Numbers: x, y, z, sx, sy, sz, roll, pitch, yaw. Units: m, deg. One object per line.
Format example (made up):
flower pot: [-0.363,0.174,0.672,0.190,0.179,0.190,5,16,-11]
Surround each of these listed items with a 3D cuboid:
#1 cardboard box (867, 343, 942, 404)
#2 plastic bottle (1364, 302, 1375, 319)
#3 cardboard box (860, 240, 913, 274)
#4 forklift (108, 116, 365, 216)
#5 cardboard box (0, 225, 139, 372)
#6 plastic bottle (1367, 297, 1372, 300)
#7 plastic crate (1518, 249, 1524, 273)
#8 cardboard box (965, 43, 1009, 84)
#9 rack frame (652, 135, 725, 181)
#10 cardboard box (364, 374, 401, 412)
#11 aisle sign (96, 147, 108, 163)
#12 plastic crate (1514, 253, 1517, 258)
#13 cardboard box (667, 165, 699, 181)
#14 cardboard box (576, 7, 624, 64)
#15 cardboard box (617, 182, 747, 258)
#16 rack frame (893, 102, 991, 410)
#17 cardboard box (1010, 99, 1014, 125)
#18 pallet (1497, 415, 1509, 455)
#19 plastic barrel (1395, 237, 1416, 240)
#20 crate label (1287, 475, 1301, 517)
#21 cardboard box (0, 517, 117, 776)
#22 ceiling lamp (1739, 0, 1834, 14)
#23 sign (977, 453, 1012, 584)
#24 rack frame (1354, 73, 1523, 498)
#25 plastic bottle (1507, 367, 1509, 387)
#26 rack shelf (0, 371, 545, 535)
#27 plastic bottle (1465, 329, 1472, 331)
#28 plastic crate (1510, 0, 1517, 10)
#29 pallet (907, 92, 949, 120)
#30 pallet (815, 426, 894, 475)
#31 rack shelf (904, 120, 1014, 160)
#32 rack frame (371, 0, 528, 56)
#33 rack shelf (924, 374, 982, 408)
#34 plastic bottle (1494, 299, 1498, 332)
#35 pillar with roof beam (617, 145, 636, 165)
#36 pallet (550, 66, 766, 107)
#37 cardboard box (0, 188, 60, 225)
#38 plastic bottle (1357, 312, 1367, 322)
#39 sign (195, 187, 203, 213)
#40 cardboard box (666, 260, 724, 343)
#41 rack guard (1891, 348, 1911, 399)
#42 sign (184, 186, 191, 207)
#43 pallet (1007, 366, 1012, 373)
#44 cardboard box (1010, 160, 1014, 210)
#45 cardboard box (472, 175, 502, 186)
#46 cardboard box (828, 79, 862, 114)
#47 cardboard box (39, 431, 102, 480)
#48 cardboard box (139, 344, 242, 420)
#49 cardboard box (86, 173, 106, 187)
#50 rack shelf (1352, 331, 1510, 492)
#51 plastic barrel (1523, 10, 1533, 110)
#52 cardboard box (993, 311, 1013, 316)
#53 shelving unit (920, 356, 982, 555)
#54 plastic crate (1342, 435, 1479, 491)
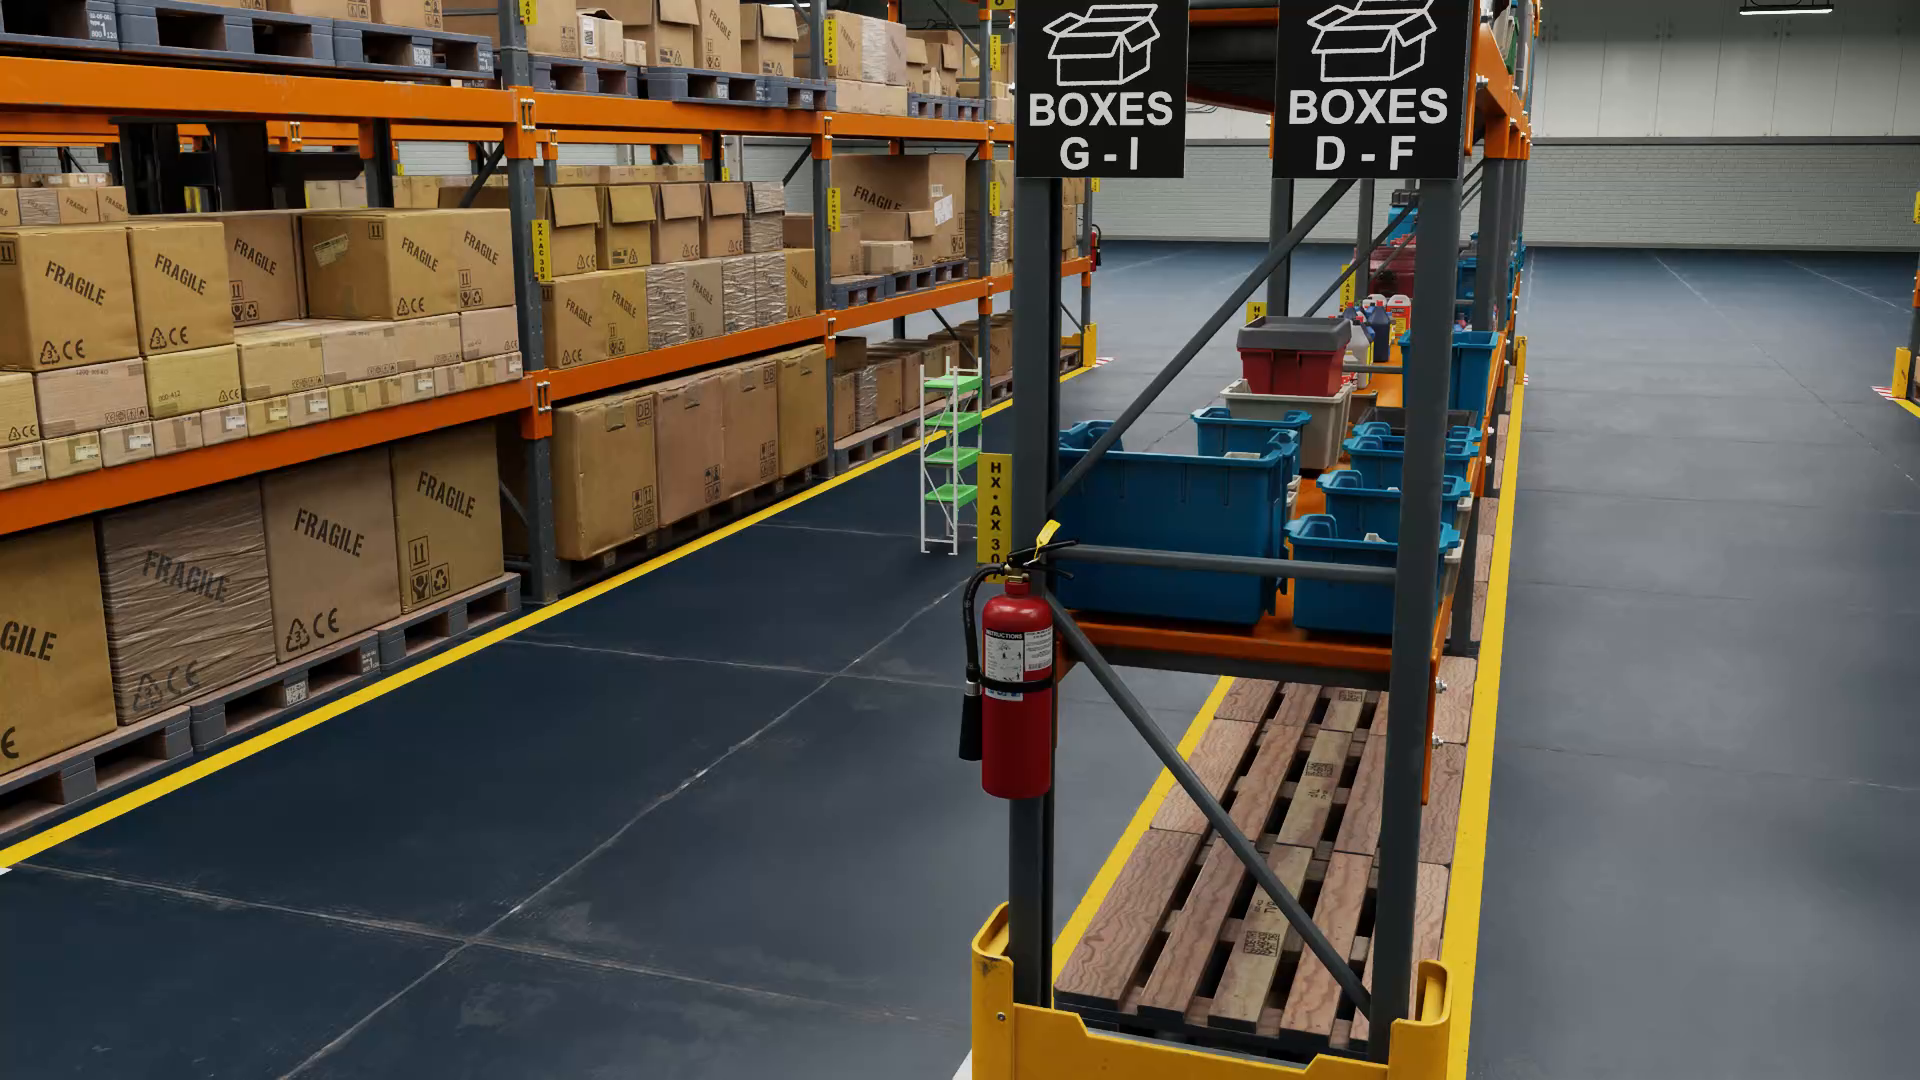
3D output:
cardboard box: [-0.579,-1.588,15.835,0.700,0.500,0.500,4,14,18]
plastic bottle: [2.604,-1.366,10.520,0.097,0.271,0.097,0,13,0]
cardboard box: [-0.722,-2.445,14.353,0.500,0.250,0.500,4,13,17]
forklift: [-4.630,-1.538,11.141,1.130,2.935,3.031,4,14,18]
cardboard box: [-3.497,-0.917,6.248,0.500,0.500,0.500,4,13,17]
plastic bottle: [2.696,-1.467,10.966,0.097,0.271,0.097,0,13,0]
plastic crate: [5.699,-2.969,17.590,0.499,0.251,0.408,4,14,18]
cardboard box: [0.371,-5.268,18.571,0.500,0.500,0.500,4,14,18]
rack frame: [-3.554,-4.040,21.947,1.000,3.000,0.127,4,14,18]
cardboard box: [-2.897,-0.708,7.913,0.380,0.149,0.250,5,14,19]
aisle sign: [-12.669,-5.992,24.656,0.394,0.787,0.004,4,14,18]
plastic crate: [4.437,-2.200,13.923,0.392,0.384,0.575,4,14,18]
cardboard box: [-3.801,-4.442,20.944,0.875,0.550,0.550,4,14,18]
cardboard box: [-2.336,-2.983,9.832,0.500,0.311,0.500,4,13,16]
cardboard box: [-1.947,-2.225,11.517,0.797,0.503,0.637,5,14,20]
rack frame: [-0.187,-2.819,16.599,1.000,3.000,0.127,4,14,18]
cardboard box: [0.367,-4.397,17.106,0.500,0.250,0.500,4,14,18]
pallet: [4.282,-0.935,14.610,1.003,0.211,1.213,4,14,18]
plastic barrel: [3.745,-2.189,13.532,0.433,0.535,0.433,0,13,0]
crate label: [0.884,-0.142,5.327,0.396,0.136,0.243,4,14,18]
cardboard box: [-3.939,0.398,6.335,0.875,0.875,0.875,4,14,18]
ceiling lamp: [19.522,-14.013,39.041,2.000,3.185,0.800,4,14,18]
sign: [0.091,-0.052,4.107,0.100,0.325,0.005,4,14,18]
rack frame: [3.205,-1.621,11.347,1.000,3.000,0.127,4,14,18]
plastic bottle: [5.412,-1.694,16.634,0.144,0.351,0.185,5,14,21]
rack shelf: [-3.423,-0.363,7.454,1.077,0.370,4.000,4,14,18]
plastic bottle: [2.721,-0.983,8.832,0.152,0.276,0.135,4,14,18]
plastic crate: [1.918,-1.944,6.401,0.416,0.233,0.300,4,14,18]
pallet: [-0.821,-3.849,14.793,1.213,0.211,1.003,4,14,18]
pallet: [-1.227,-0.782,13.940,1.003,0.211,1.213,4,14,18]
rack shelf: [0.460,-4.352,18.190,1.077,0.370,4.000,4,14,18]
rack frame: [-2.776,-4.060,8.552,1.000,3.000,0.127,4,14,18]
rack shelf: [-0.054,-0.956,10.609,0.258,0.148,0.480,4,14,18]
plastic bottle: [3.403,-1.399,10.639,0.061,0.283,0.133,4,14,18]
pillar with roof beam: [-4.149,-11.055,39.199,9.100,9.000,0.548,4,14,18]
pallet: [-1.999,-2.972,10.953,1.003,0.211,1.213,5,14,21]
cardboard box: [-9.997,-3.494,17.720,0.500,0.500,0.500,4,13,16]
plastic bottle: [2.310,-1.200,9.784,0.152,0.276,0.135,4,14,18]
sign: [-6.668,-2.959,14.610,0.100,0.325,0.005,4,14,18]
cardboard box: [-1.904,-1.583,10.958,0.500,0.500,0.500,5,14,19]
rack guard: [10.487,-1.734,17.461,1.175,0.500,0.348,4,14,18]
sign: [-9.038,-4.058,19.425,0.100,0.325,0.005,4,14,18]
pallet: [0.390,-1.862,18.669,1.003,0.211,1.213,4,14,18]
cardboard box: [0.359,-3.682,17.240,0.500,0.500,0.500,4,14,18]
cardboard box: [-5.167,-3.521,17.200,0.700,0.500,0.500,4,13,17]
cardboard box: [-1.089,-3.447,12.945,0.500,0.250,0.500,5,14,19]
cardboard box: [-3.479,-0.329,6.254,0.380,0.149,0.250,4,13,17]
cardboard box: [-3.331,-0.662,6.815,0.500,0.250,0.500,4,13,17]
cardboard box: [-9.711,-3.988,18.425,0.380,0.149,0.250,4,13,17]
rack shelf: [2.558,-0.849,9.582,1.077,0.370,4.000,4,14,18]
plastic barrel: [3.888,-3.587,12.258,0.600,0.830,0.708,4,14,18]
cardboard box: [0.728,-2.389,19.388,0.500,0.500,0.500,9,15,33]
shelving unit: [-0.054,-0.550,10.702,0.258,1.200,0.503,4,14,18]
plastic crate: [1.434,-0.189,5.317,0.416,0.233,0.300,4,14,18]
